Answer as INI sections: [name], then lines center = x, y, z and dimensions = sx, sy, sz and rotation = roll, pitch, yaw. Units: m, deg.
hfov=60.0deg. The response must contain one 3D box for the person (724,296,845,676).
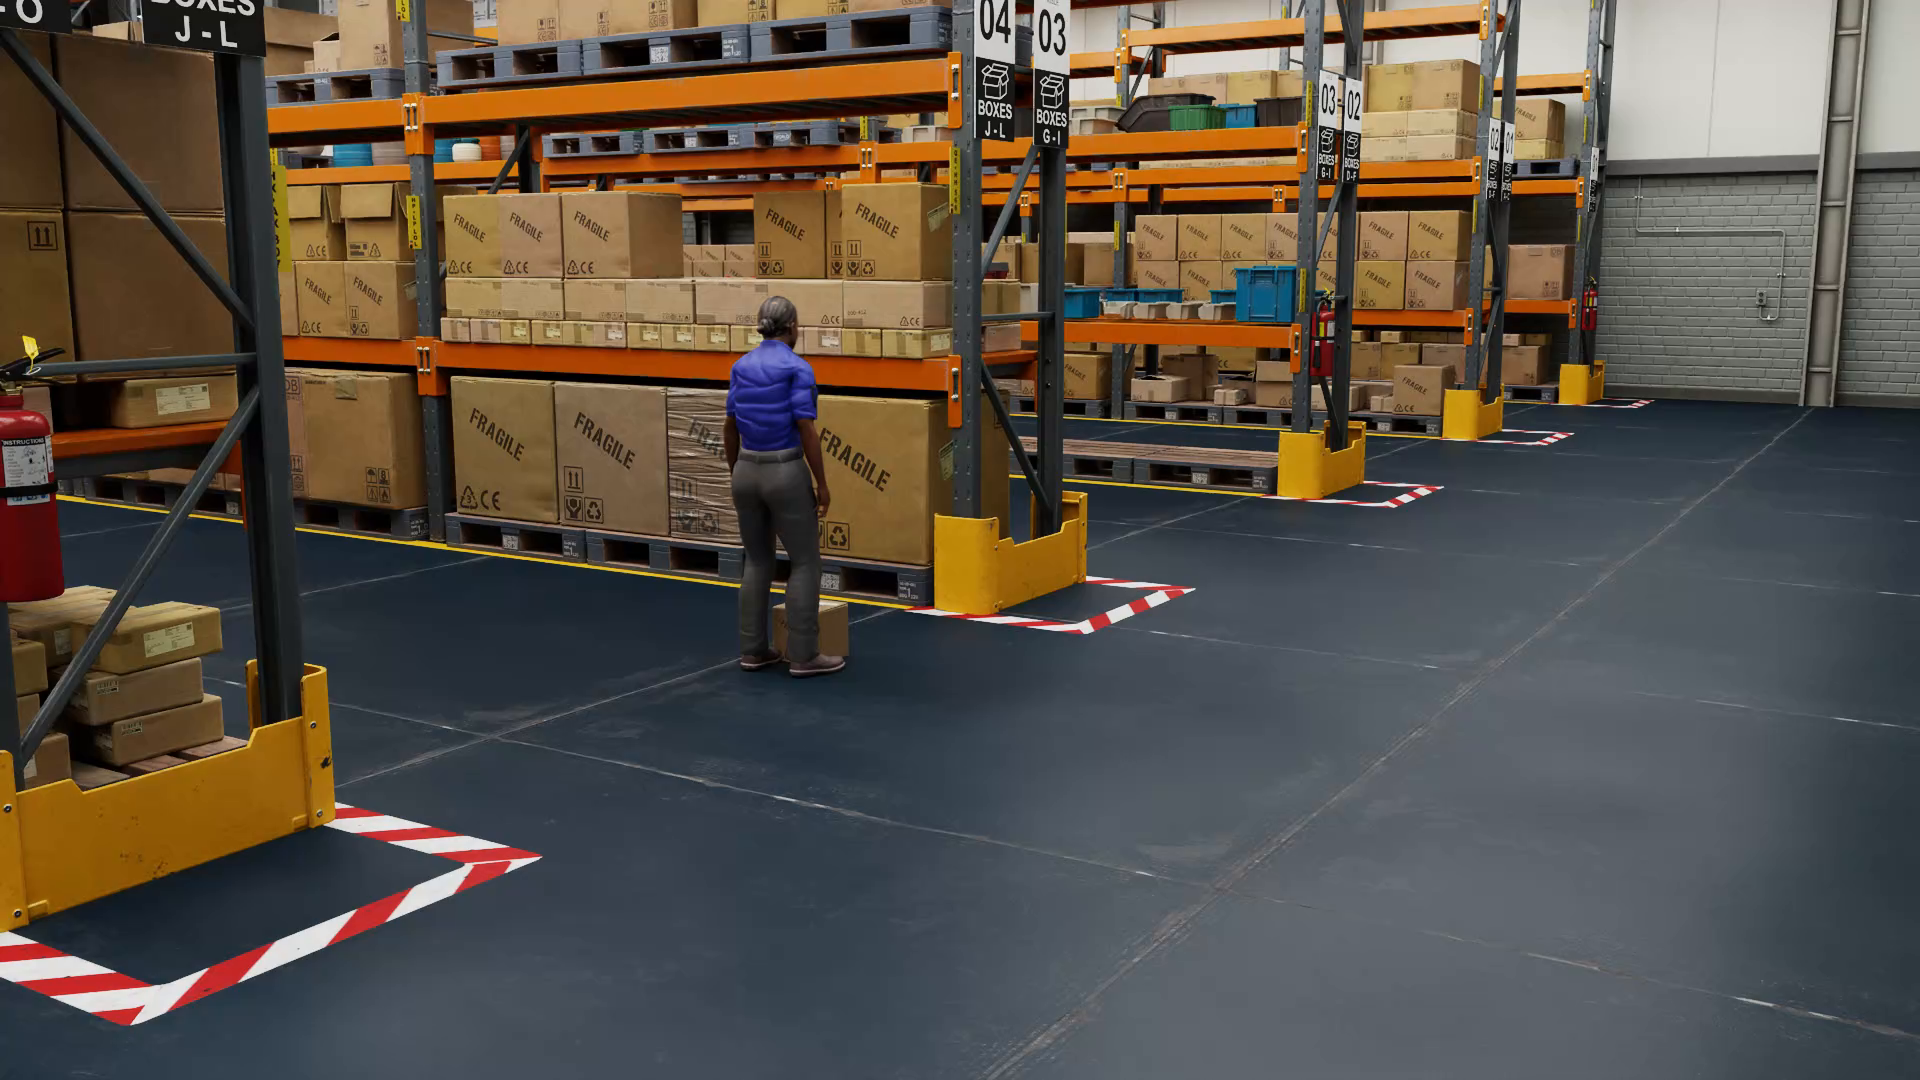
[person]
center = -0.798, -0.239, 7.324
dimensions = 0.523, 1.655, 0.351
rotation = 5, 11, 29
